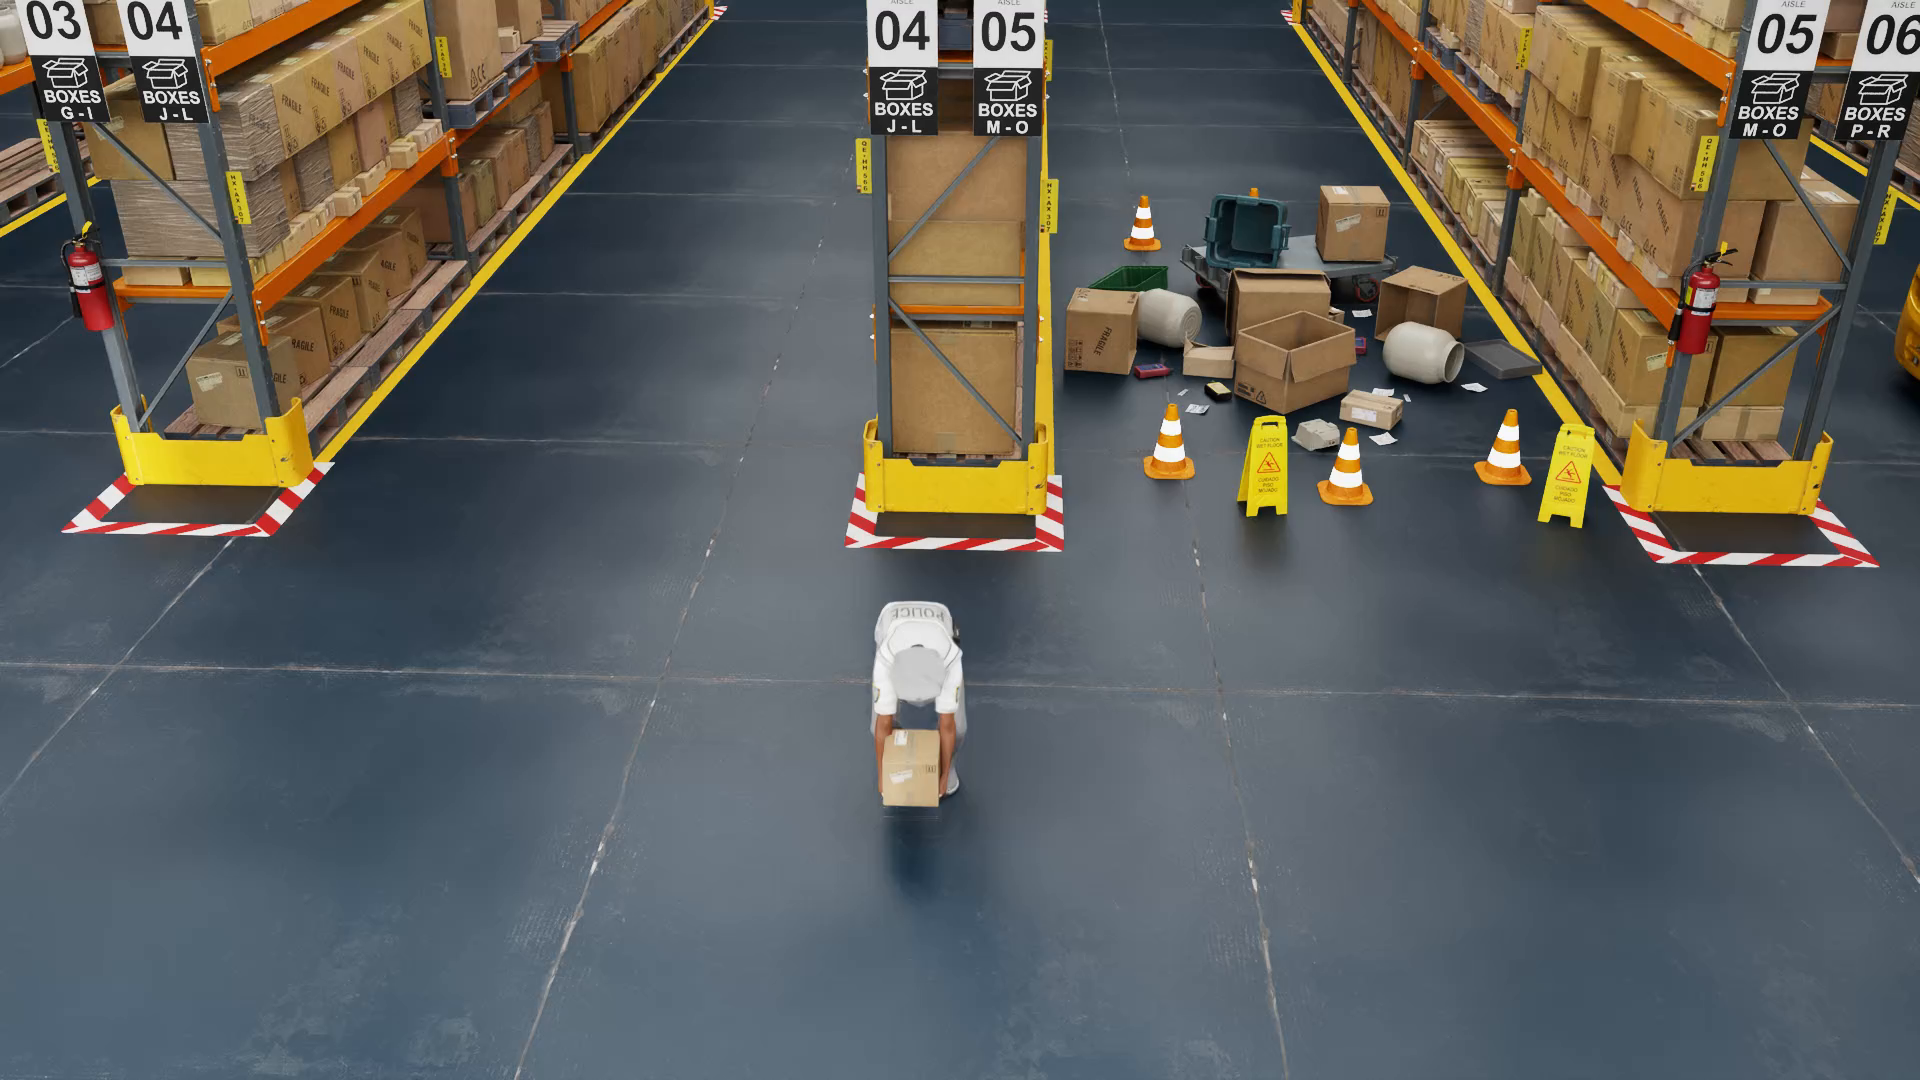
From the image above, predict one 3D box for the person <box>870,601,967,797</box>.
[{"bbox_3d":[-0.195,0.797,7.771,0.454,1.064,0.933,0,28,-1],"label":"person"}]
